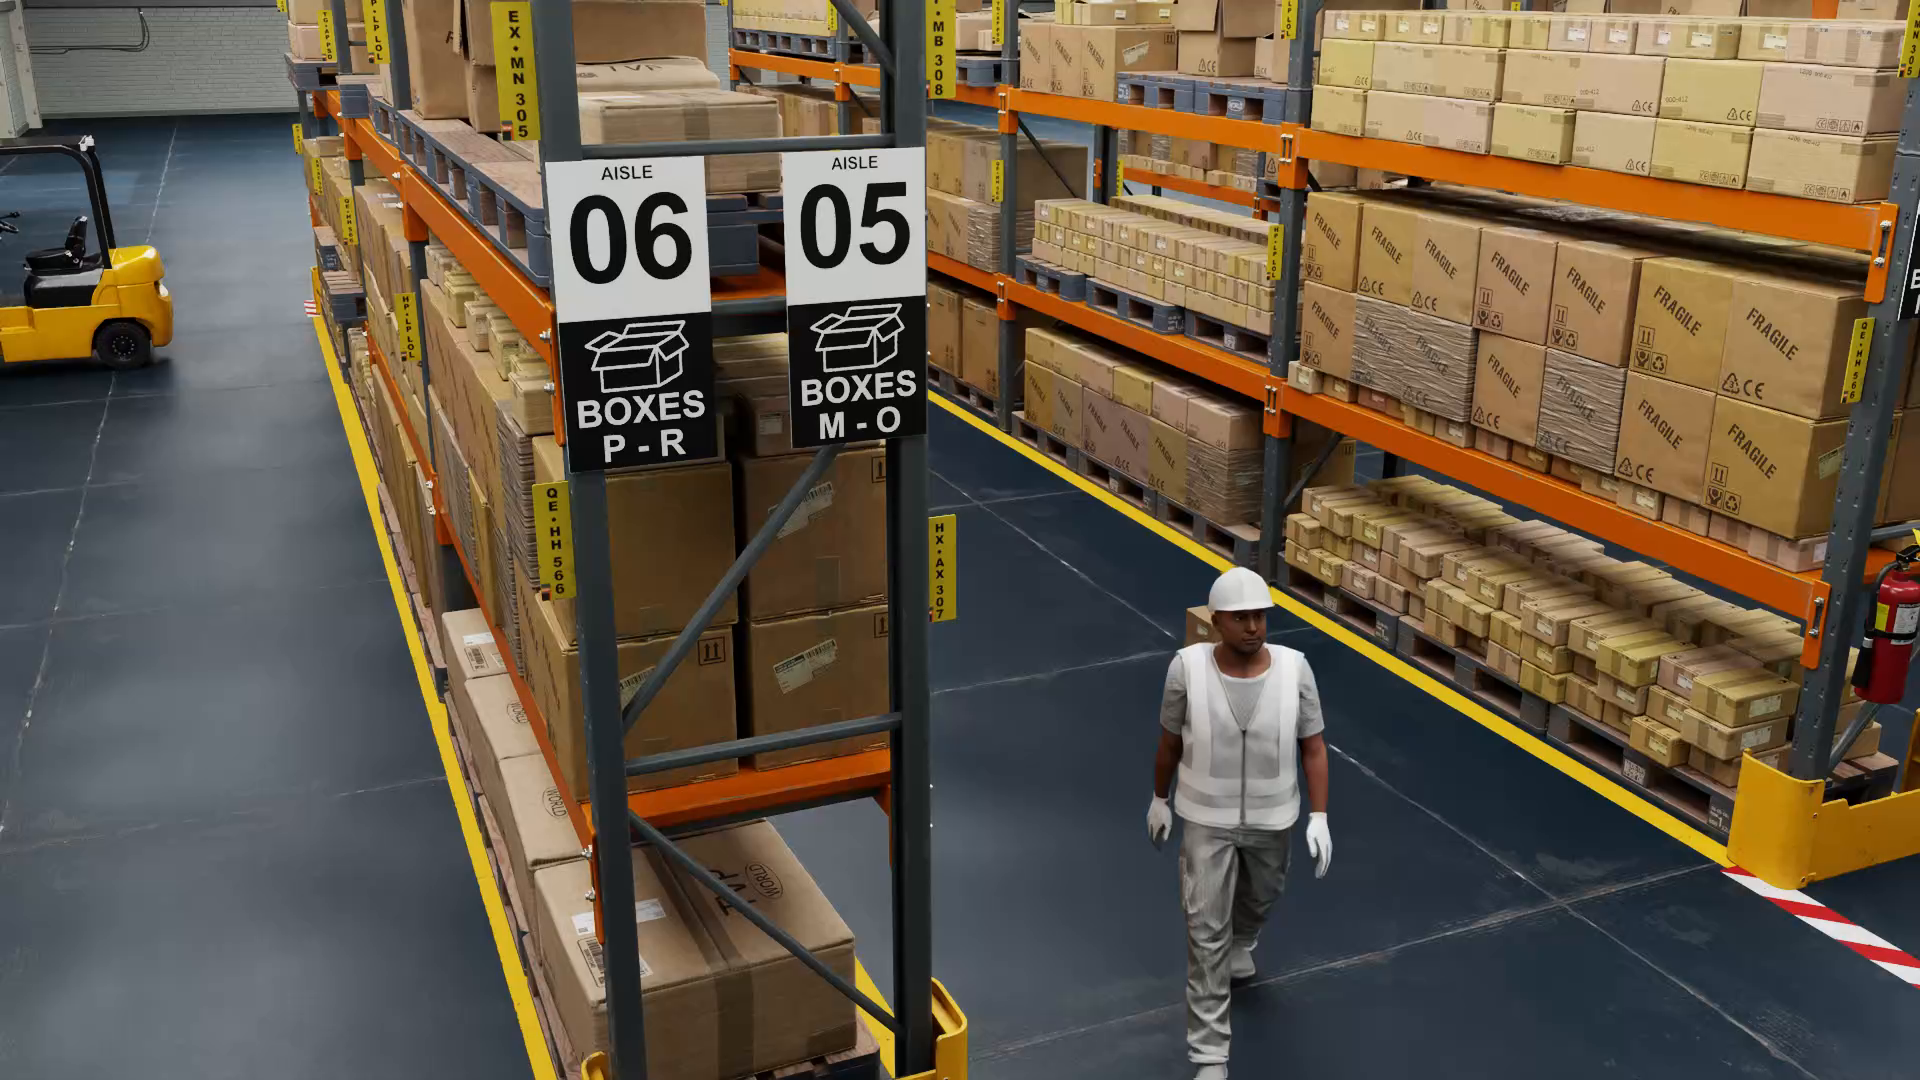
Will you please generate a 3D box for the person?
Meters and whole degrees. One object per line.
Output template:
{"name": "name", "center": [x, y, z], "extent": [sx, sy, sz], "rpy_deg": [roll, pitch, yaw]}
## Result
{"name": "person", "center": [0.963, 0.955, 5.717], "extent": [0.600, 1.744, 1.018], "rpy_deg": [0, 19, 1]}
